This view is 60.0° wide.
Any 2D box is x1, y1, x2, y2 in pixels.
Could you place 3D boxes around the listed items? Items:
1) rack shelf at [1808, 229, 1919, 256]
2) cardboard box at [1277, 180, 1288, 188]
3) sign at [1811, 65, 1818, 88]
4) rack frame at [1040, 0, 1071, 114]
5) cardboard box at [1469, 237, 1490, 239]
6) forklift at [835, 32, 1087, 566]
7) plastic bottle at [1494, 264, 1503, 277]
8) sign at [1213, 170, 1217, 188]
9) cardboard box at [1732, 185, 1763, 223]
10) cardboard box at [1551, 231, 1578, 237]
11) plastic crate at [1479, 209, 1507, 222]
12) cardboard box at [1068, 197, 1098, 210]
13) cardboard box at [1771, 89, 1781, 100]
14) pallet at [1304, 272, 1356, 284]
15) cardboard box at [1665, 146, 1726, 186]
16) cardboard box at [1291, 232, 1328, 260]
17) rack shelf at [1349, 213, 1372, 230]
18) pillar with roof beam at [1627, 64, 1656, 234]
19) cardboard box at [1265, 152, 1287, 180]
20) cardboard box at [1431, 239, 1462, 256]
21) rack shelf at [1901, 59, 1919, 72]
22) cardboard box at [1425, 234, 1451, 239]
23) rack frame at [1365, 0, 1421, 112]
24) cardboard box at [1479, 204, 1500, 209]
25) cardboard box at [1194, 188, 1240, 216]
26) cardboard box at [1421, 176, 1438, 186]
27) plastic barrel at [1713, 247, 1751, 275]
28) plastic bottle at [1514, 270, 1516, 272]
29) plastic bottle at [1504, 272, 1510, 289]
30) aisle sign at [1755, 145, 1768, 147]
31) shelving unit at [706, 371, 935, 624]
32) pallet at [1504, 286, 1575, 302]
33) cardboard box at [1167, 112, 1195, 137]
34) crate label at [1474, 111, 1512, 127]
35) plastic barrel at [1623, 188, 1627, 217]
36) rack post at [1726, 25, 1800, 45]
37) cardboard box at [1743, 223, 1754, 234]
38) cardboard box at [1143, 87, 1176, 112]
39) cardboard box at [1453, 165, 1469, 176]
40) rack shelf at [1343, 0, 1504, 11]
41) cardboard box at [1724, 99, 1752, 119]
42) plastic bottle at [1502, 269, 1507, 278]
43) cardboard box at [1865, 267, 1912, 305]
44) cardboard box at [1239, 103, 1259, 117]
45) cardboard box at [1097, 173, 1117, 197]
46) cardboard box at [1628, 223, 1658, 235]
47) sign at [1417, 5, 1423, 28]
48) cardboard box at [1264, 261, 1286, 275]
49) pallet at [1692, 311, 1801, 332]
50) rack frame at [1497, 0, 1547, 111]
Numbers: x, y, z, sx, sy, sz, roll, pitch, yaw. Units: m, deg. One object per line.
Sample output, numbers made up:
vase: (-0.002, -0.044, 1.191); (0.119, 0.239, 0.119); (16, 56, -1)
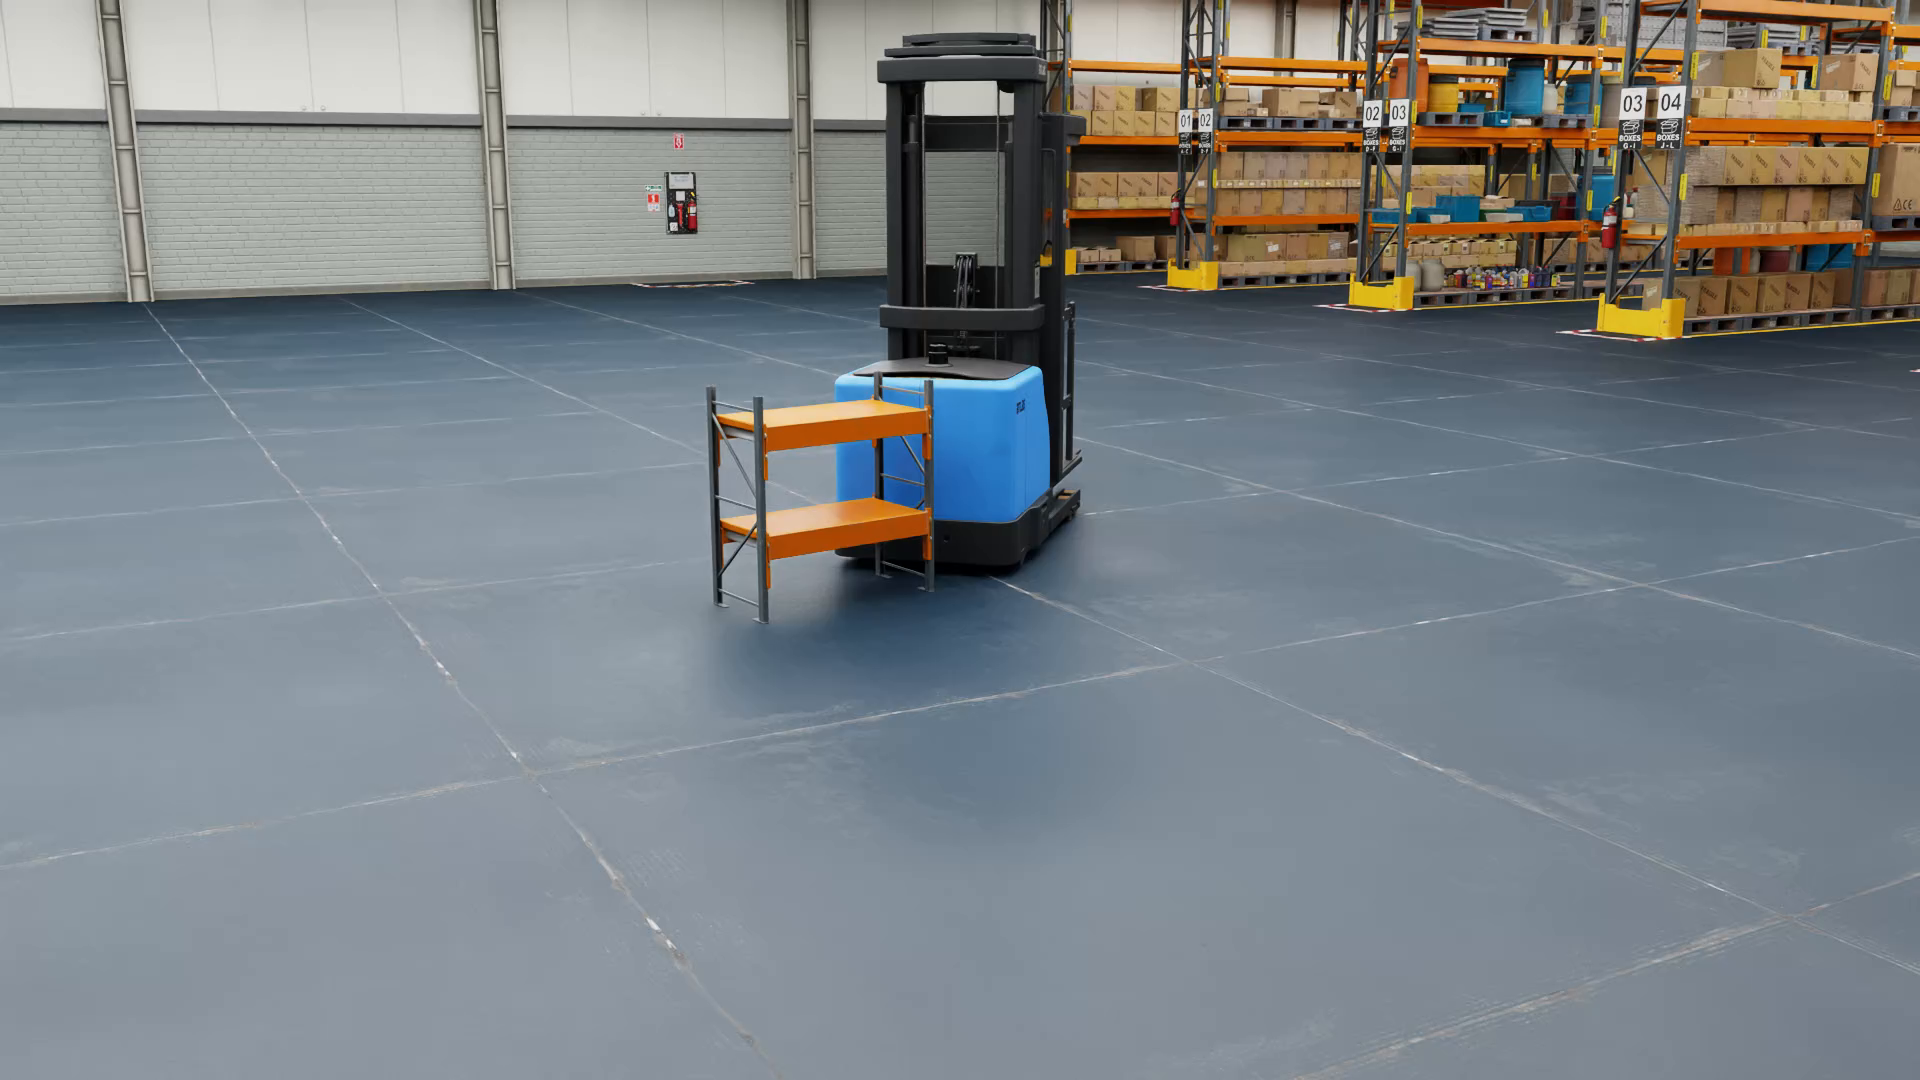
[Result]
rack shelf: (14.332, -4.516, 24.894); (4.000, 0.370, 1.077); (-7, 14, -28)
cardboard box: (5.899, -6.646, 31.016); (0.250, 0.149, 0.380); (-7, 14, -29)
sign: (12.307, -6.671, 23.925); (0.005, 0.325, 0.100); (-7, 14, -28)
rack frame: (1.945, -10.026, 34.077); (0.127, 3.000, 1.000); (-7, 14, -28)
cardboard box: (10.744, -6.125, 34.436); (0.500, 0.311, 0.500); (-6, 14, -26)
forklift: (0.157, -1.564, 10.295); (1.130, 2.935, 3.031); (3, 13, 14)
plastic bottle: (9.130, -4.508, 28.254); (0.185, 0.351, 0.144); (-8, 15, -30)
sign: (4.583, -6.498, 29.913); (0.005, 0.325, 0.100); (-7, 14, -28)
cardboard box: (10.402, -4.602, 22.734); (0.500, 0.500, 0.875); (-7, 14, -28)
cardboard box: (12.996, -6.606, 35.529); (0.500, 0.250, 0.500); (-7, 15, -29)
plastic crate: (8.877, -5.419, 27.752); (0.662, 0.188, 0.450); (-7, 14, -28)
cardboard box: (2.526, -7.026, 34.706); (0.500, 0.250, 0.500); (-7, 15, -29)
cardboard box: (10.773, -5.970, 22.320); (0.250, 0.149, 0.380); (-7, 14, -28)
pallet: (7.115, -5.130, 32.335); (1.213, 0.211, 1.003); (-7, 14, -28)
cardboard box: (9.679, -4.923, 21.881); (0.500, 0.500, 0.500); (-7, 14, -28)
cardboard box: (6.649, -5.601, 31.674); (0.500, 0.500, 0.500); (-7, 14, -28)
rack shelf: (9.589, -6.425, 33.379); (4.000, 0.370, 1.077); (-7, 14, -28)
pillar with roof beam: (20.007, -11.330, 39.872); (0.548, 9.000, 9.100); (-7, 14, -28)
cardboard box: (5.686, -6.989, 31.061); (0.500, 0.500, 0.700); (-7, 14, -28)
cardboard box: (9.664, -5.860, 33.259); (0.500, 0.311, 0.500); (-6, 14, -26)
rack shelf: (18.981, -9.044, 32.260); (4.000, 0.370, 1.077); (-7, 14, -28)
cardboard box: (11.191, -7.330, 39.702); (0.750, 0.750, 0.750); (-6, 14, -26)
rack frame: (6.692, -8.117, 25.593); (0.127, 3.000, 1.000); (-7, 14, -28)
cardboard box: (10.687, -6.716, 33.605); (0.250, 0.149, 0.380); (-7, 14, -28)
cardboard box: (4.738, -6.240, 30.692); (0.500, 0.500, 0.700); (-7, 14, -28)
cardboard box: (10.870, -8.308, 39.155); (0.500, 0.500, 0.500); (-6, 14, -26)
plastic barrel: (14.135, -5.233, 30.427); (0.708, 0.830, 0.600); (-7, 14, -28)
plastic bottle: (9.252, -4.340, 27.659); (0.133, 0.283, 0.061); (-7, 14, -28)
plastic bottle: (9.000, -4.272, 27.385); (0.097, 0.271, 0.097); (0, 13, 0)
aisle sign: (18.285, -9.160, 37.972); (0.004, 0.787, 0.394); (-7, 14, -28)
shelving unit: (-0.703, -0.247, 8.557); (1.048, 1.125, 0.538); (-10, 16, -37)
pallet: (9.594, -4.188, 28.150); (1.213, 0.211, 1.003); (-7, 14, -28)
cardboard box: (4.682, -8.891, 35.590); (0.500, 0.500, 0.500); (-8, 15, -33)
crate label: (8.494, -6.714, 26.531); (0.408, 0.251, 0.502); (-7, 14, -28)
plastic barrel: (11.148, -5.736, 28.366); (0.433, 0.535, 0.433); (0, 13, 0)
rack post: (14.330, -9.006, 29.715); (0.937, 0.300, 0.954); (-7, 14, -28)
cardboard box: (10.524, -4.230, 22.557); (0.250, 0.149, 0.380); (-7, 14, -28)
cardboard box: (4.217, -9.308, 35.168); (0.500, 0.500, 0.500); (-7, 15, -30)
cardboard box: (11.737, -8.781, 39.549); (0.500, 0.250, 0.500); (-6, 14, -27)
rack shelf: (10.723, -12.349, 38.465); (4.000, 0.370, 1.077); (-7, 14, -28)
cardboard box: (10.062, -5.682, 21.948); (0.500, 0.250, 0.500); (-7, 15, -29)
plastic bottle: (9.227, -4.451, 28.180); (0.097, 0.271, 0.097); (0, 13, 0)
cardboard box: (13.553, -3.758, 24.582); (0.500, 0.500, 0.700); (-7, 14, -28)
cardboard box: (5.207, -7.980, 30.885); (0.500, 0.250, 0.500); (-7, 14, -28)
cardboard box: (2.947, -7.444, 34.856); (0.500, 0.500, 0.500); (-7, 14, -28)
cardboard box: (9.217, -4.183, 22.348); (0.250, 0.149, 0.380); (-7, 14, -28)
sign: (6.952, -7.908, 25.143); (0.005, 0.325, 0.100); (-7, 14, -28)
cardboard box: (5.776, -5.128, 31.281); (0.500, 0.250, 0.500); (-7, 14, -28)
pallet: (10.932, -3.089, 23.268); (1.213, 0.211, 1.003); (-7, 14, -28)
rack frame: (11.344, -9.913, 33.576); (0.127, 3.000, 1.000); (-7, 14, -28)
